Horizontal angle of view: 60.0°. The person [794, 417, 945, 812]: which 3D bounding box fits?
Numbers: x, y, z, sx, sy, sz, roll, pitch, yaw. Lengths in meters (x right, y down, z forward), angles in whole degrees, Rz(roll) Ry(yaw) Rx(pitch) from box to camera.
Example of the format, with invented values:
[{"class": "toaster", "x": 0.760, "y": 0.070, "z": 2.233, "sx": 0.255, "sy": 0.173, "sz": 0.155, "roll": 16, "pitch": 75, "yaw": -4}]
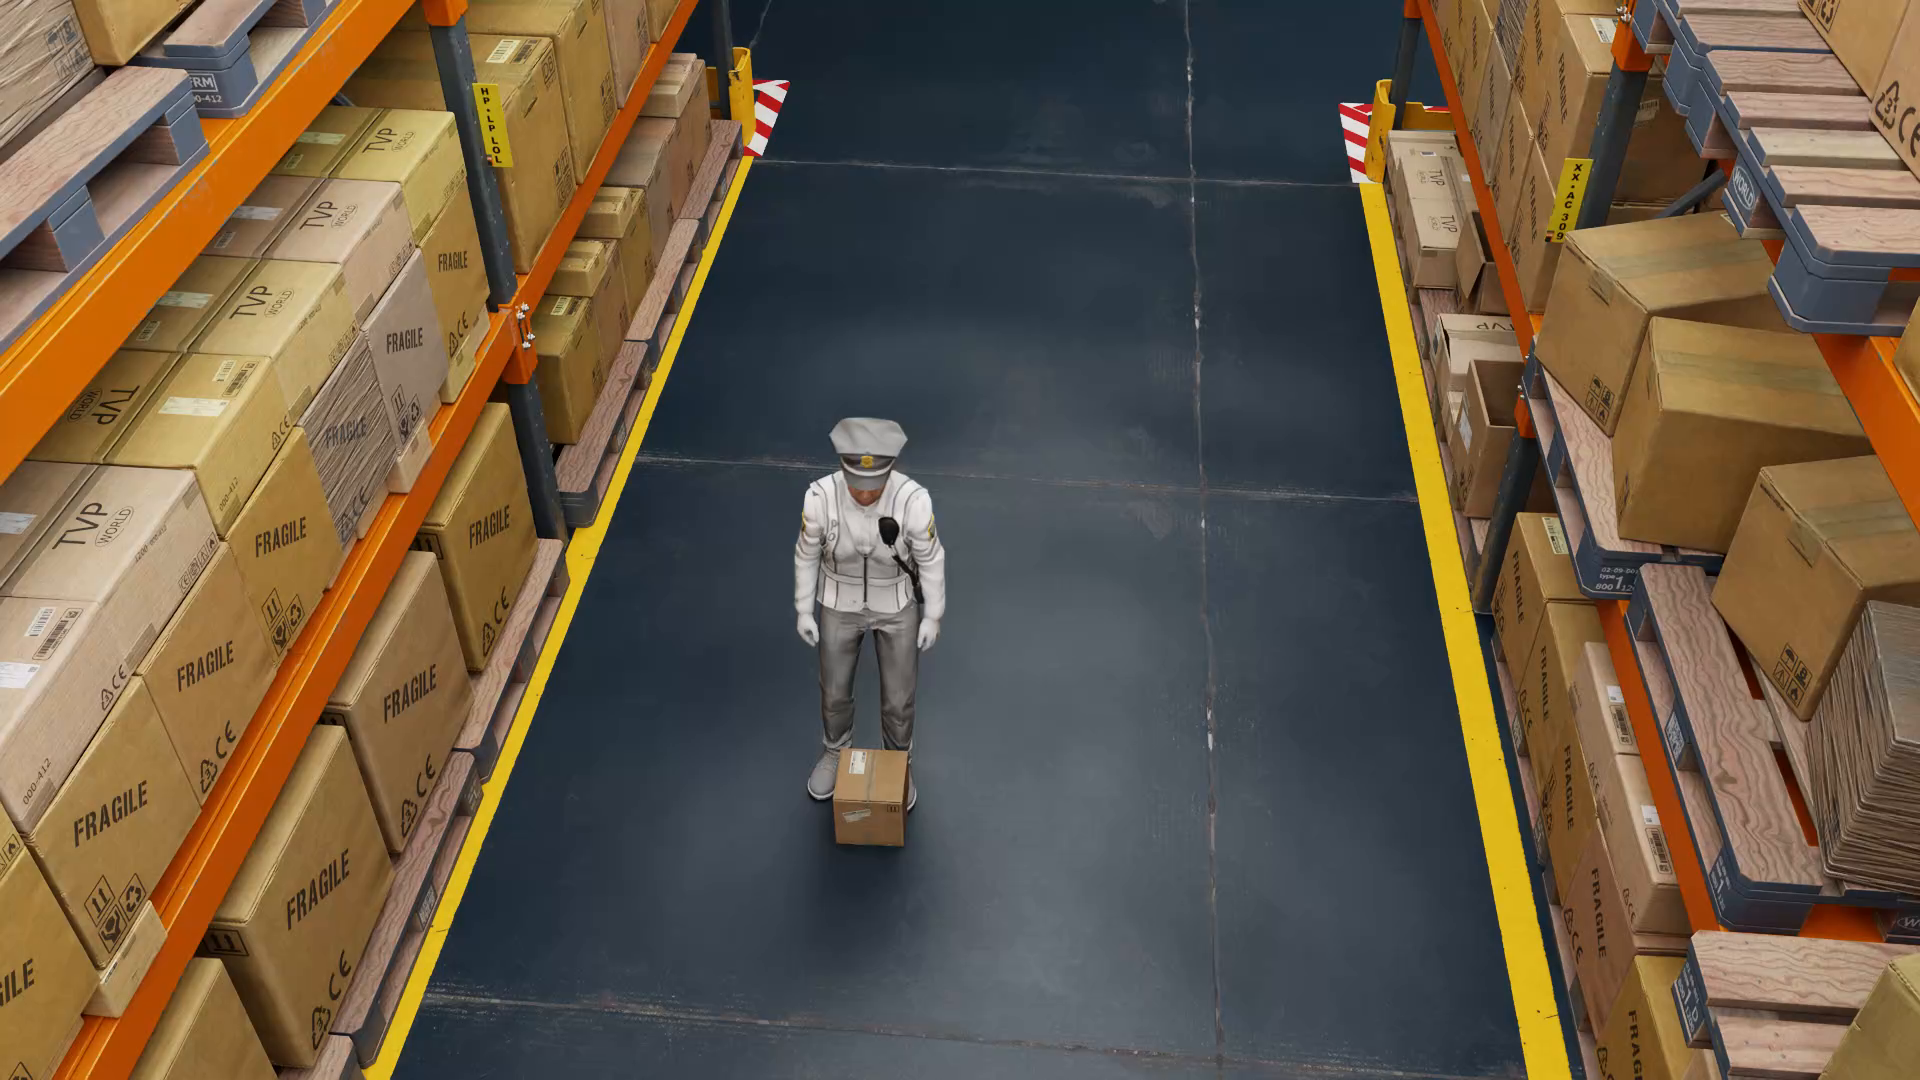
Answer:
[{"class": "person", "x": -0.318, "y": 0.266, "z": 5.841, "sx": 0.530, "sy": 1.663, "sz": 0.412, "roll": 2, "pitch": 40, "yaw": 2}]
